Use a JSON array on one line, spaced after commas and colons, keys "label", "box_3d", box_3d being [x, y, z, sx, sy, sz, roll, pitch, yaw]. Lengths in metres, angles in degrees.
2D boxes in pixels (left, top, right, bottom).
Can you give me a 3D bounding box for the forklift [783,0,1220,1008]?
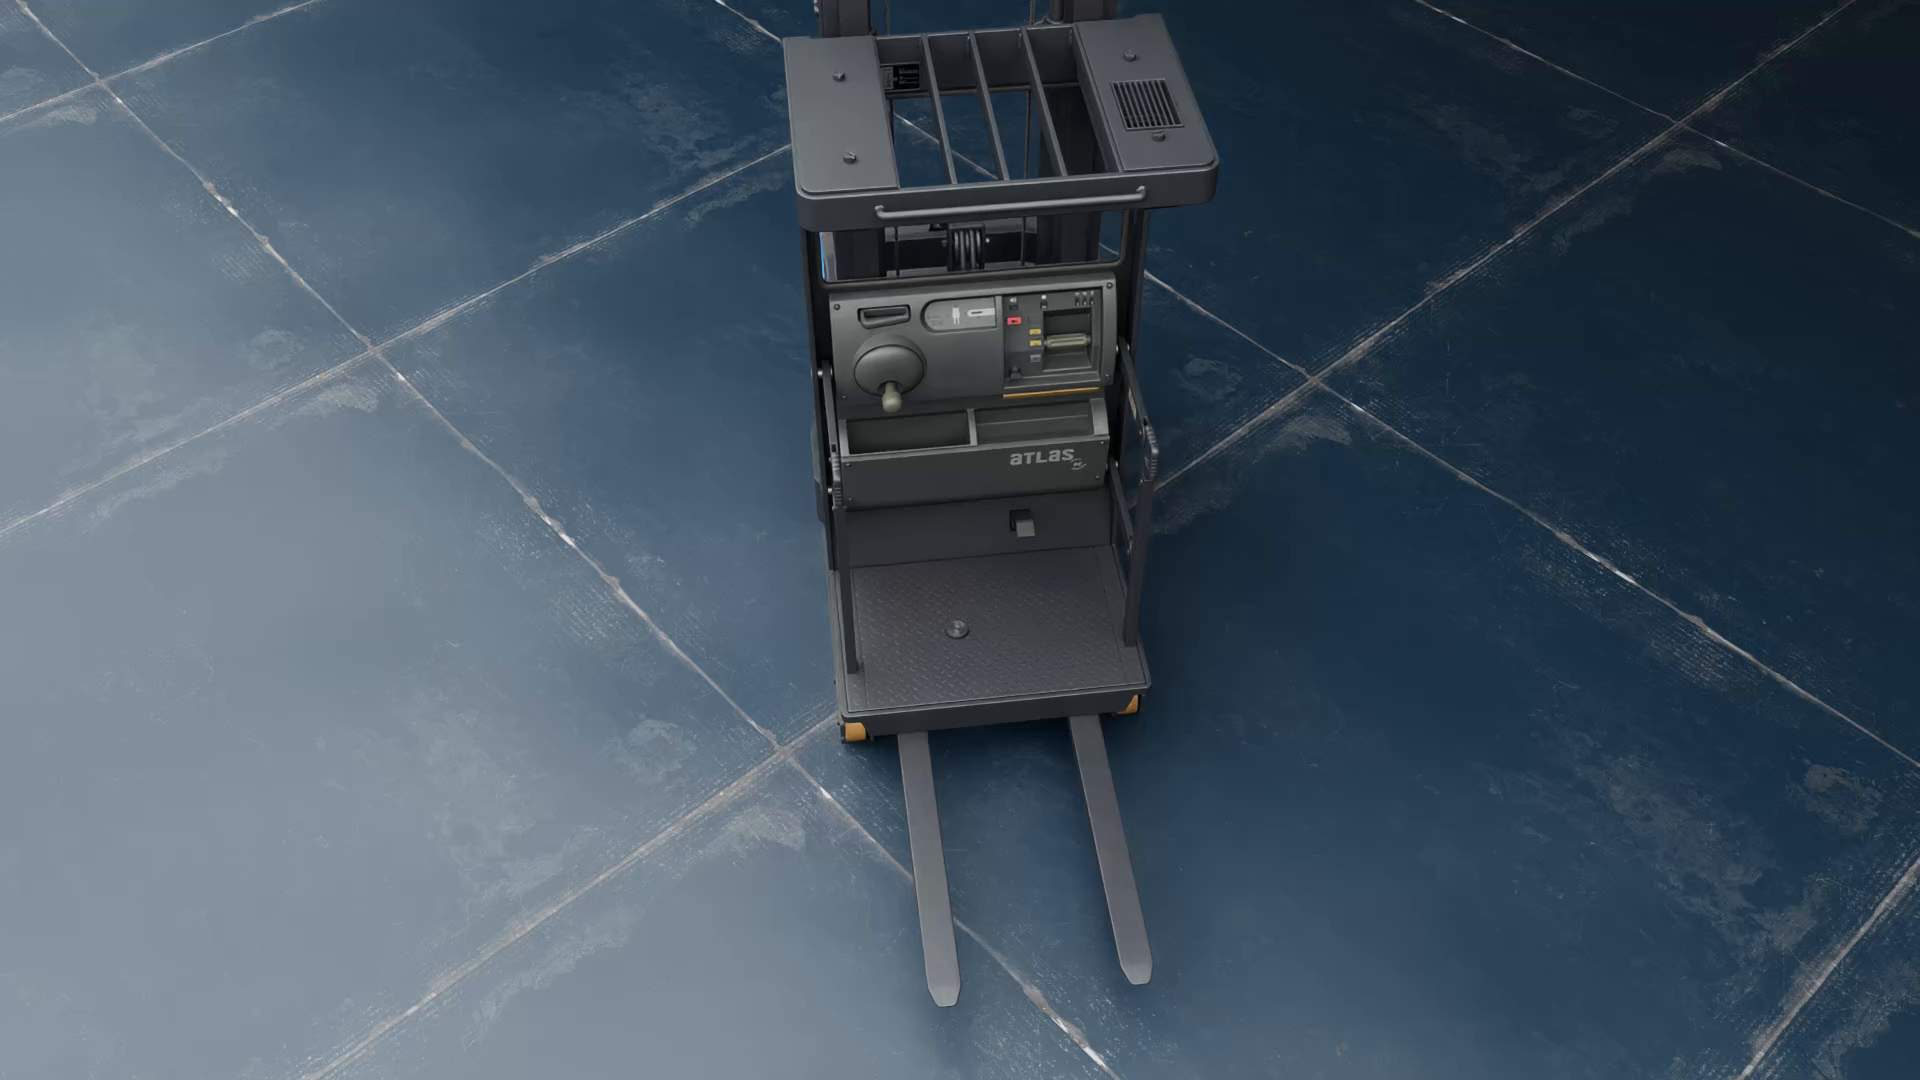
[{"label": "forklift", "box_3d": [0.076, -0.538, 5.253, 1.130, 2.935, 3.031, -5, 48, -5]}]
